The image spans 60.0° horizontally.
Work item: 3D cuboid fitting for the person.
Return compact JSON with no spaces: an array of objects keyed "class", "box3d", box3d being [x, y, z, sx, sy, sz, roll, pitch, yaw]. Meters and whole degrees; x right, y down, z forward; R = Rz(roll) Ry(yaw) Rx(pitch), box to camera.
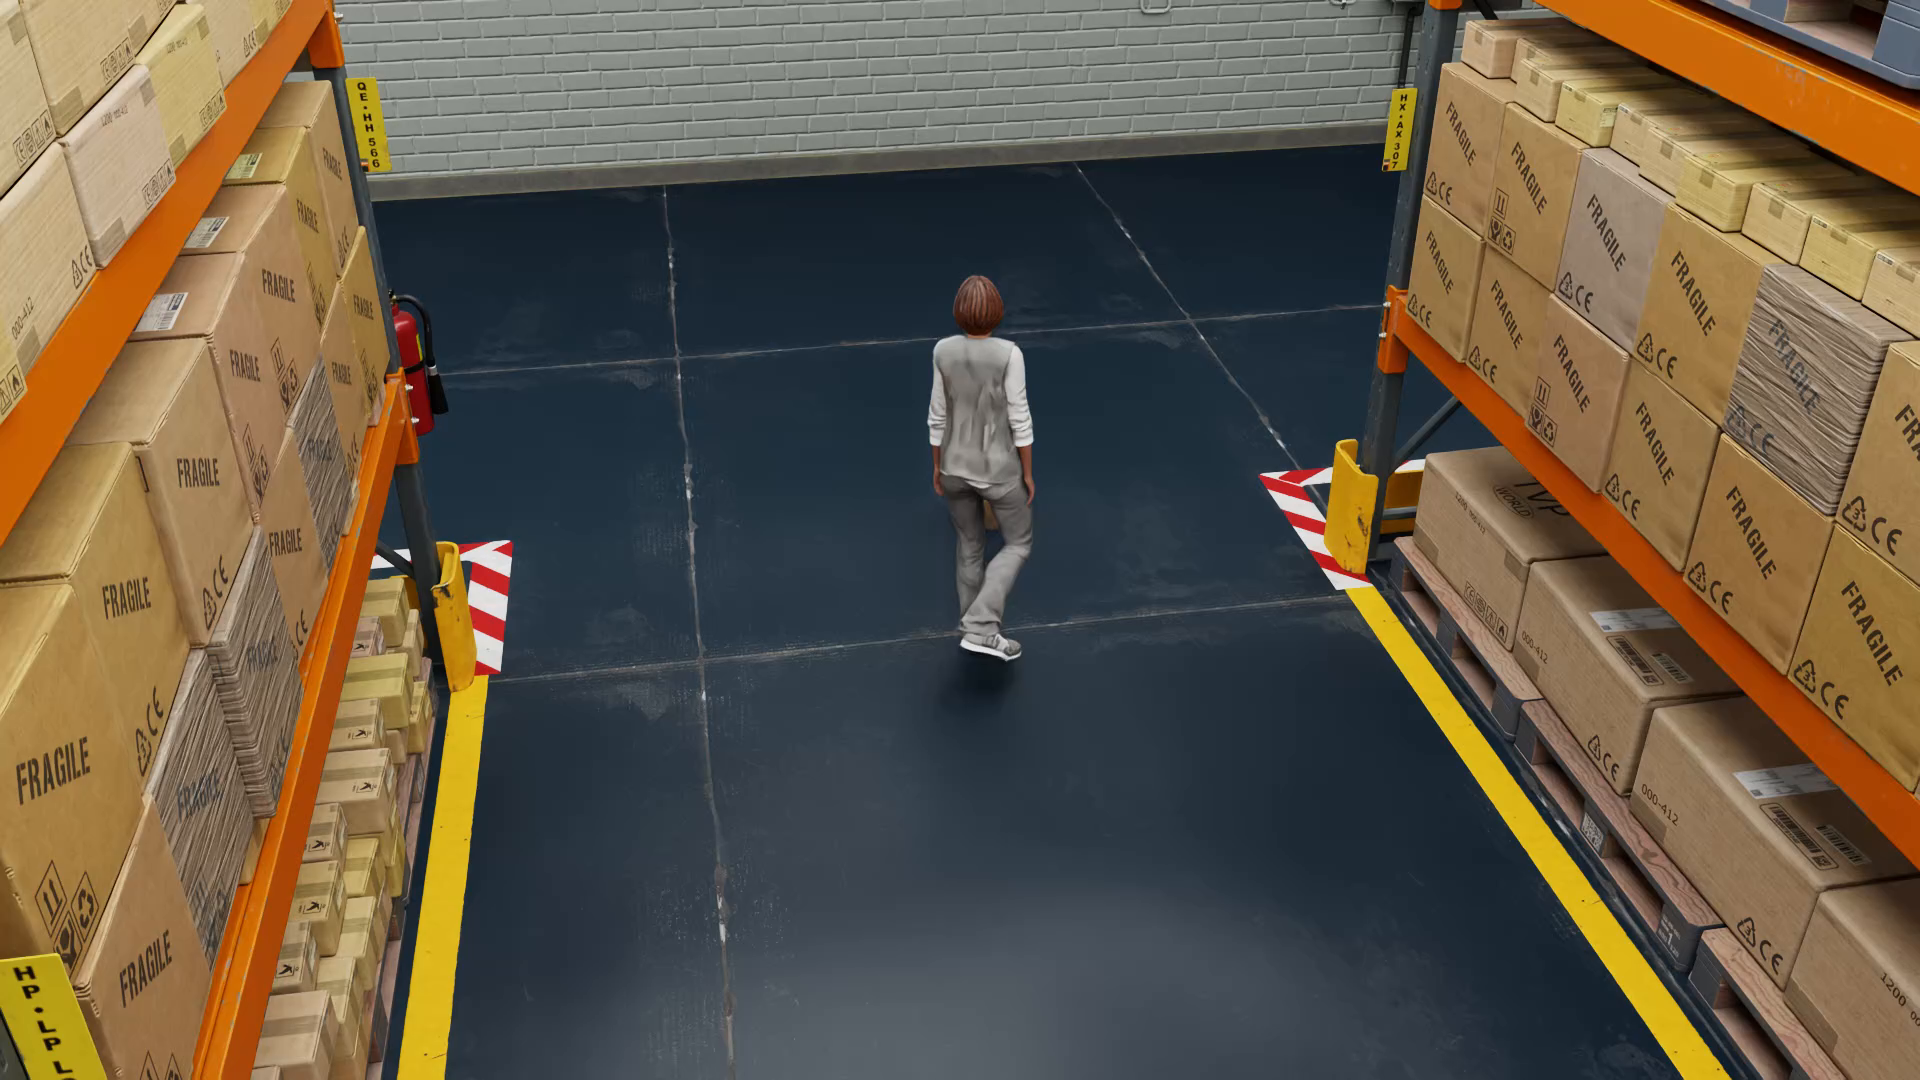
[{"class":"person","box3d":[0.064,-0.227,6.515,0.470,1.593,0.514,13,33,20]}]
